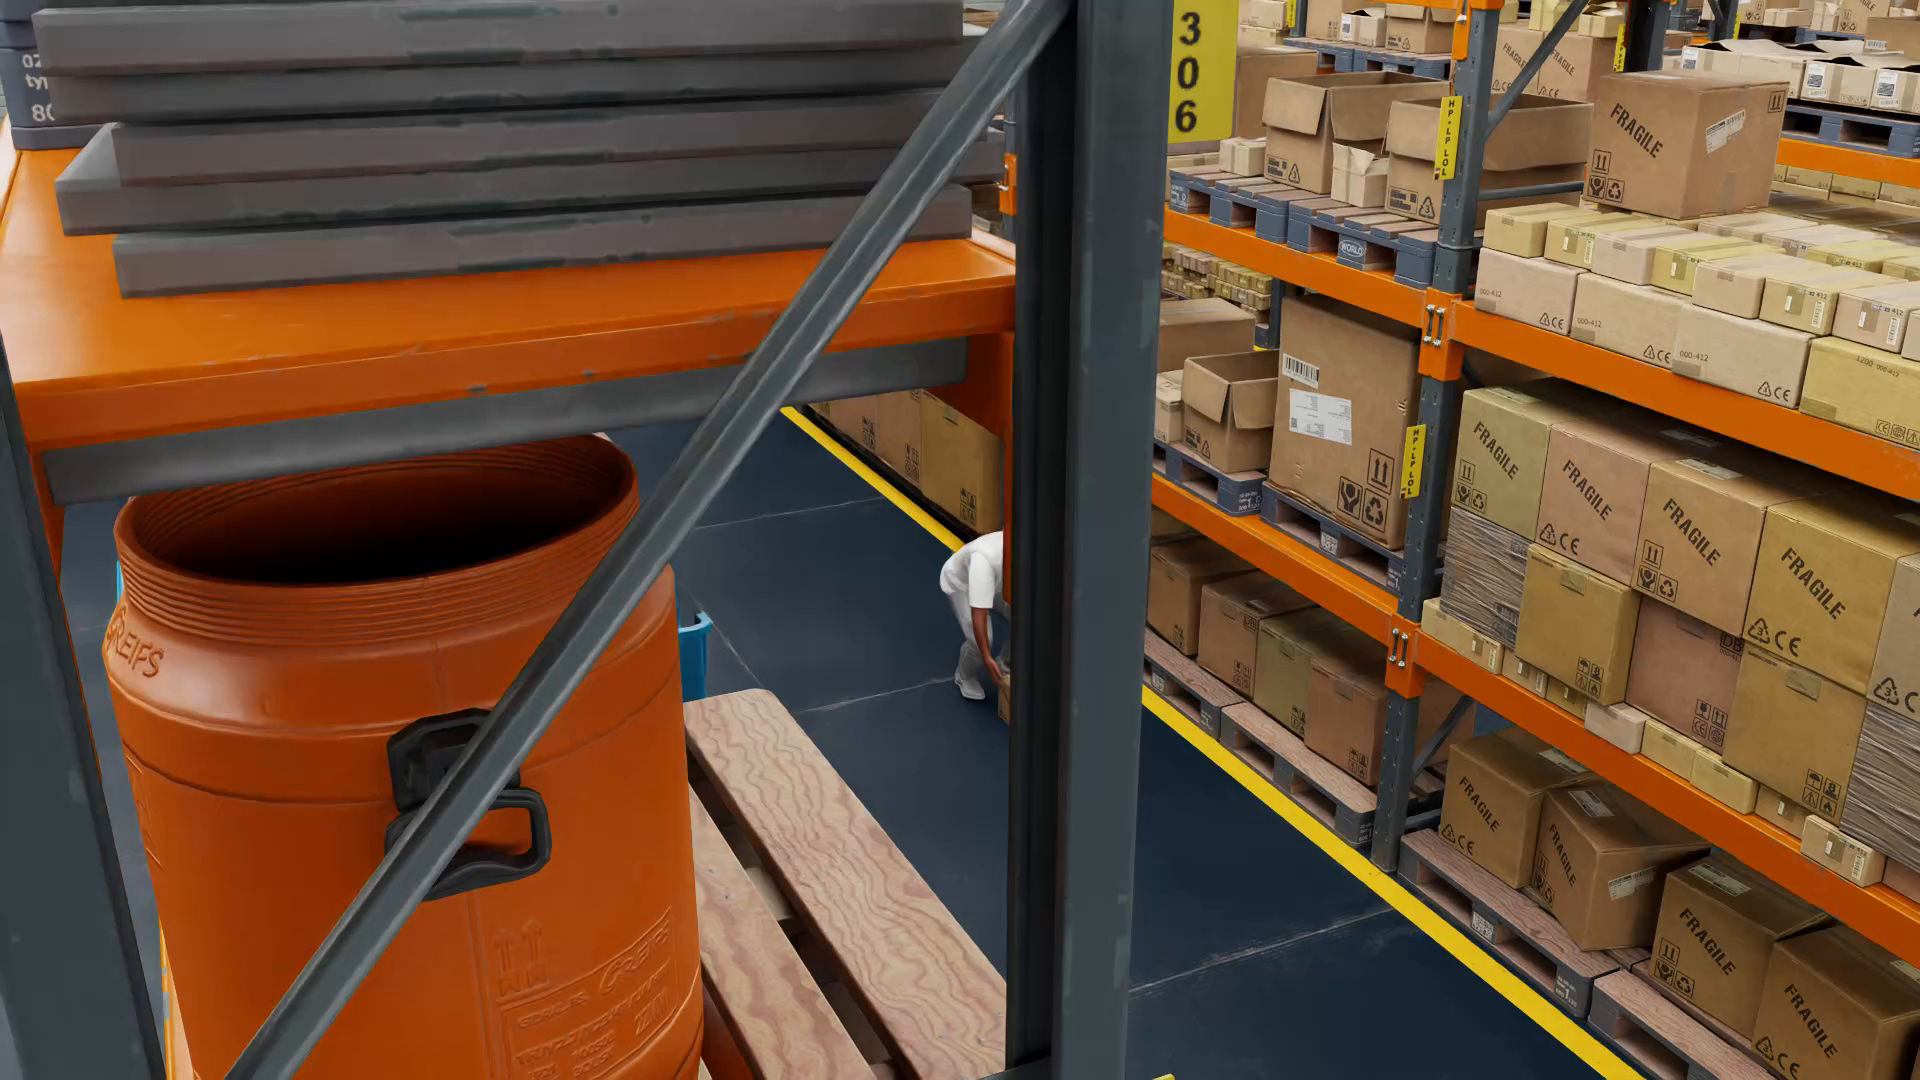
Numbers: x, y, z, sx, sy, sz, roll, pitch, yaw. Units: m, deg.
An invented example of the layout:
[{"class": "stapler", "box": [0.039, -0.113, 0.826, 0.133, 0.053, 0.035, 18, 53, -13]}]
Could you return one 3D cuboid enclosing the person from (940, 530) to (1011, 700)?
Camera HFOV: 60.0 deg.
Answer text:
[{"class": "person", "box": [0.260, 0.364, 9.498, 0.611, 1.140, 0.862, -10, 24, -24]}]
